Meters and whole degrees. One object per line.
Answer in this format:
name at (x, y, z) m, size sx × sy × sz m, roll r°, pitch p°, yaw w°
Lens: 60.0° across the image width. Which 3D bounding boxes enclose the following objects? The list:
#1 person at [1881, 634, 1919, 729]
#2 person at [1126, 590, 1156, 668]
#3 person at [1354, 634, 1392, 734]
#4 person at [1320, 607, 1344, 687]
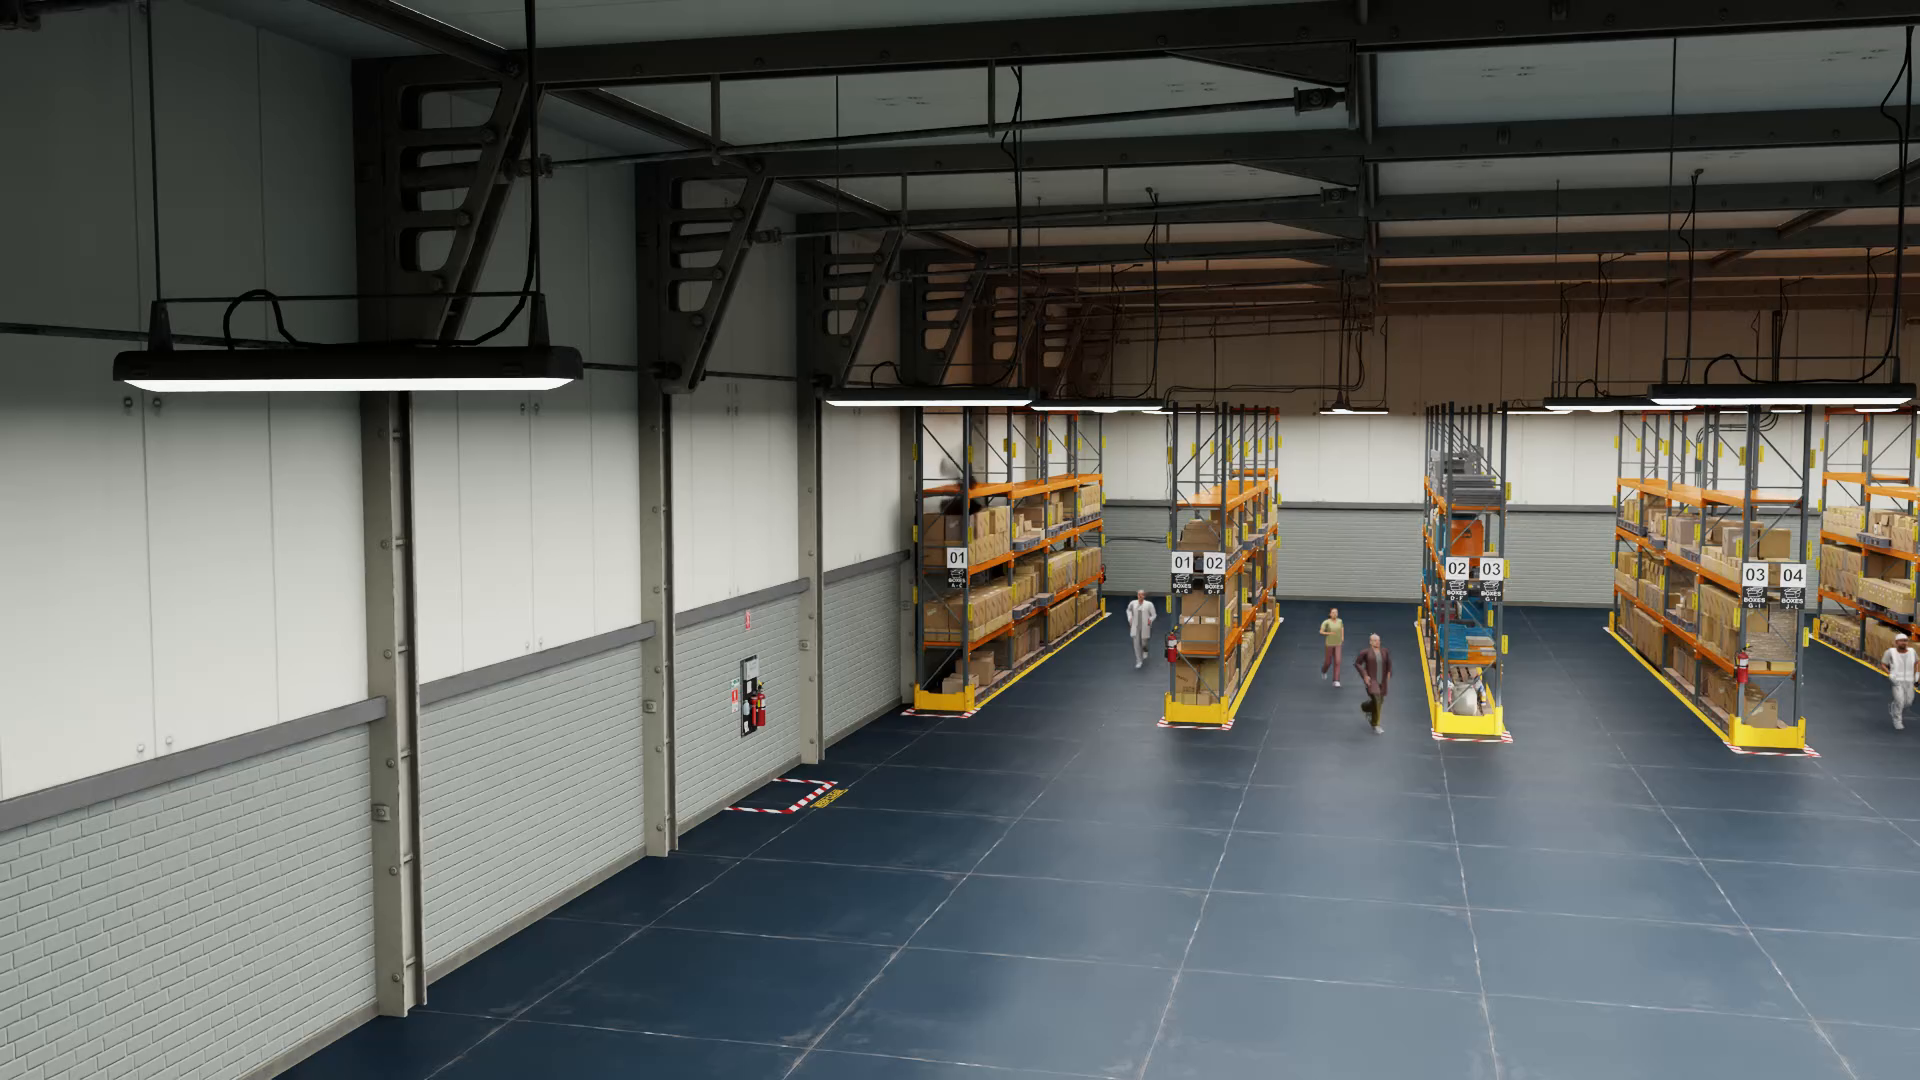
person at (17.357, 2.589, 30.712) m, size 0.684 × 1.756 × 0.673 m, roll 1°, pitch 4°, yaw 8°
person at (4.166, 2.126, 38.357) m, size 0.711 × 1.569 × 0.880 m, roll 1°, pitch 4°, yaw 14°
person at (7.559, 2.603, 30.466) m, size 0.711 × 1.788 × 0.820 m, roll -1°, pitch 4°, yaw -16°
person at (7.947, 2.250, 35.511) m, size 0.593 × 1.655 × 0.904 m, roll 0°, pitch 4°, yaw -7°
